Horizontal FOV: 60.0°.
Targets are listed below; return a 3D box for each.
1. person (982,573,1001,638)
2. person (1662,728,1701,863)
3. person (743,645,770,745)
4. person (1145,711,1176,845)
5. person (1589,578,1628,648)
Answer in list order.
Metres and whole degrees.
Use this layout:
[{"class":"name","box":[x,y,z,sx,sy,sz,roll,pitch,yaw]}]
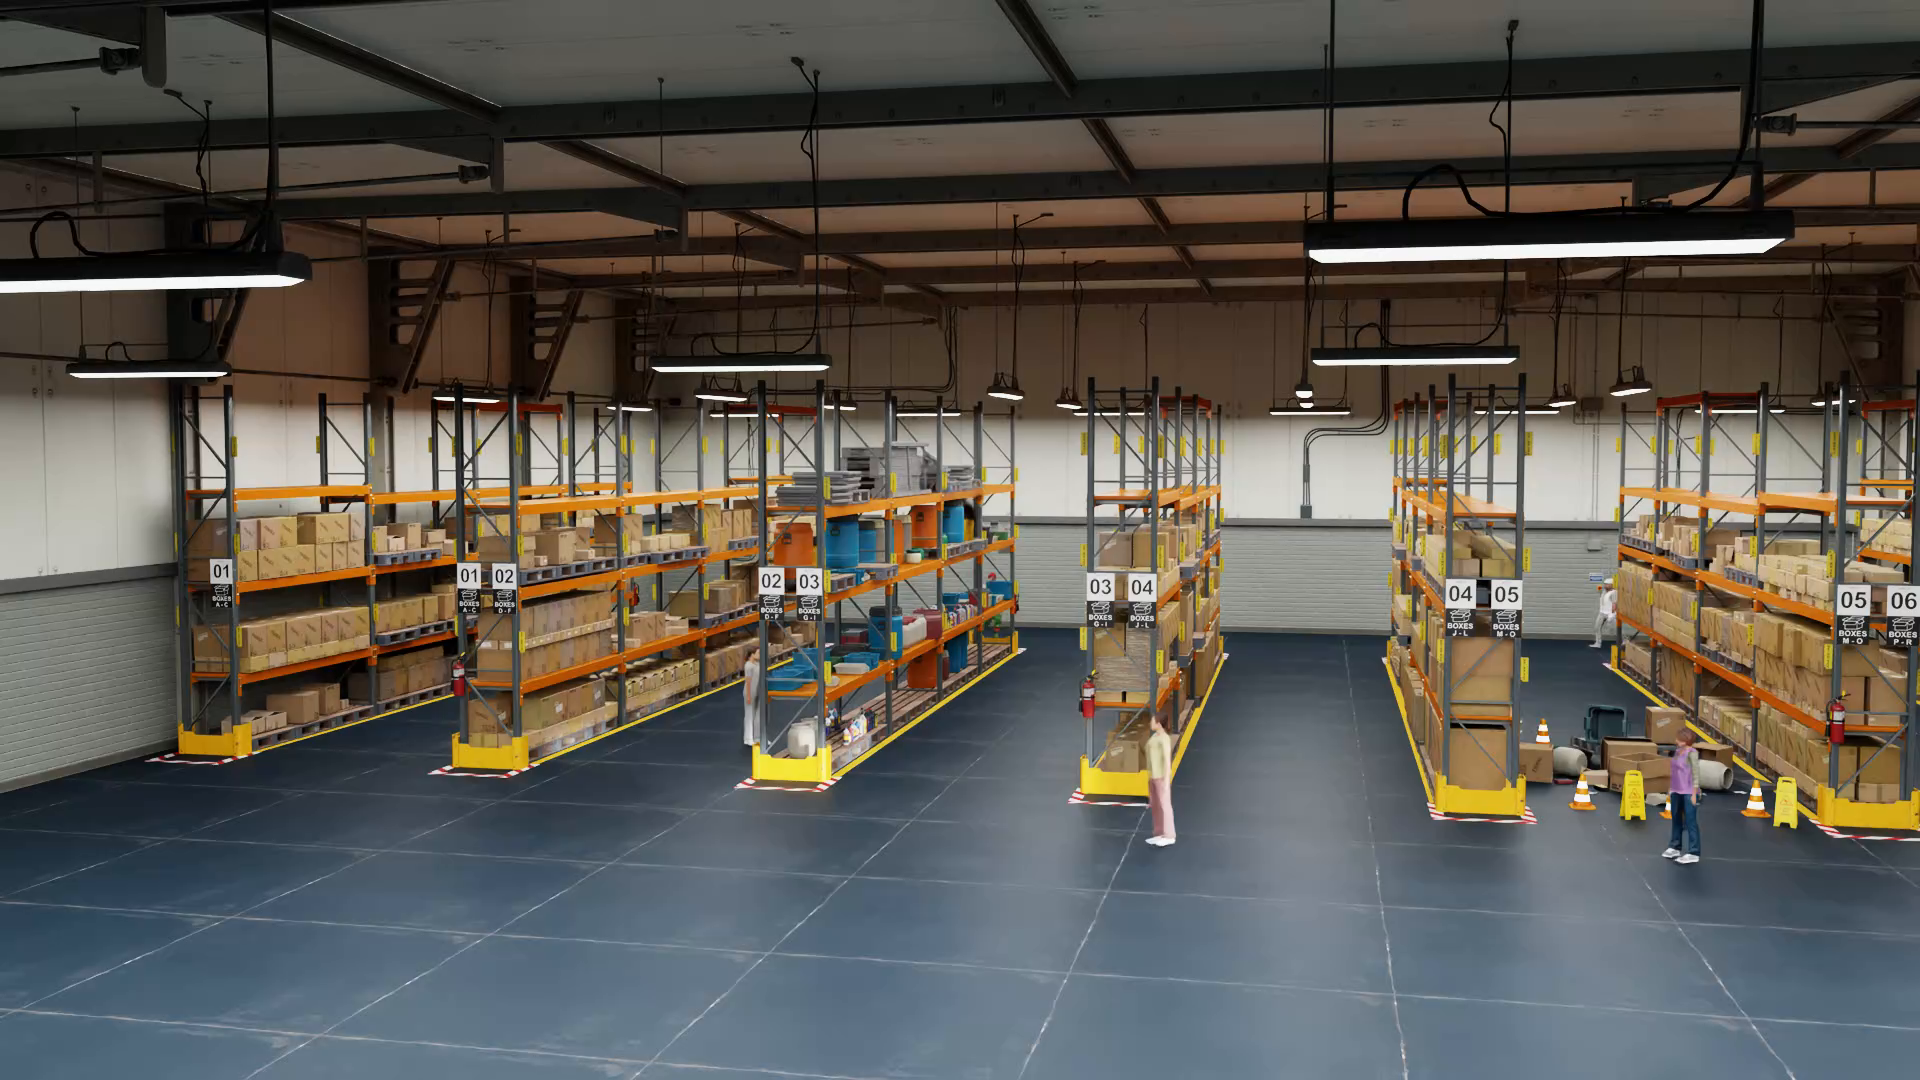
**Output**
[{"class":"person","box":[0.774,1.716,42.850,0.608,1.760,0.815,-3,4,-41]},{"class":"person","box":[8.738,3.070,20.118,0.368,1.595,0.490,-1,3,-19]},{"class":"person","box":[-3.442,2.602,27.875,0.411,1.688,0.460,1,3,16]},{"class":"person","box":[2.525,3.005,20.891,0.363,1.708,0.554,-1,3,-16]},{"class":"person","box":[16.084,1.821,41.229,0.953,1.740,0.627,-1,3,-15]}]
